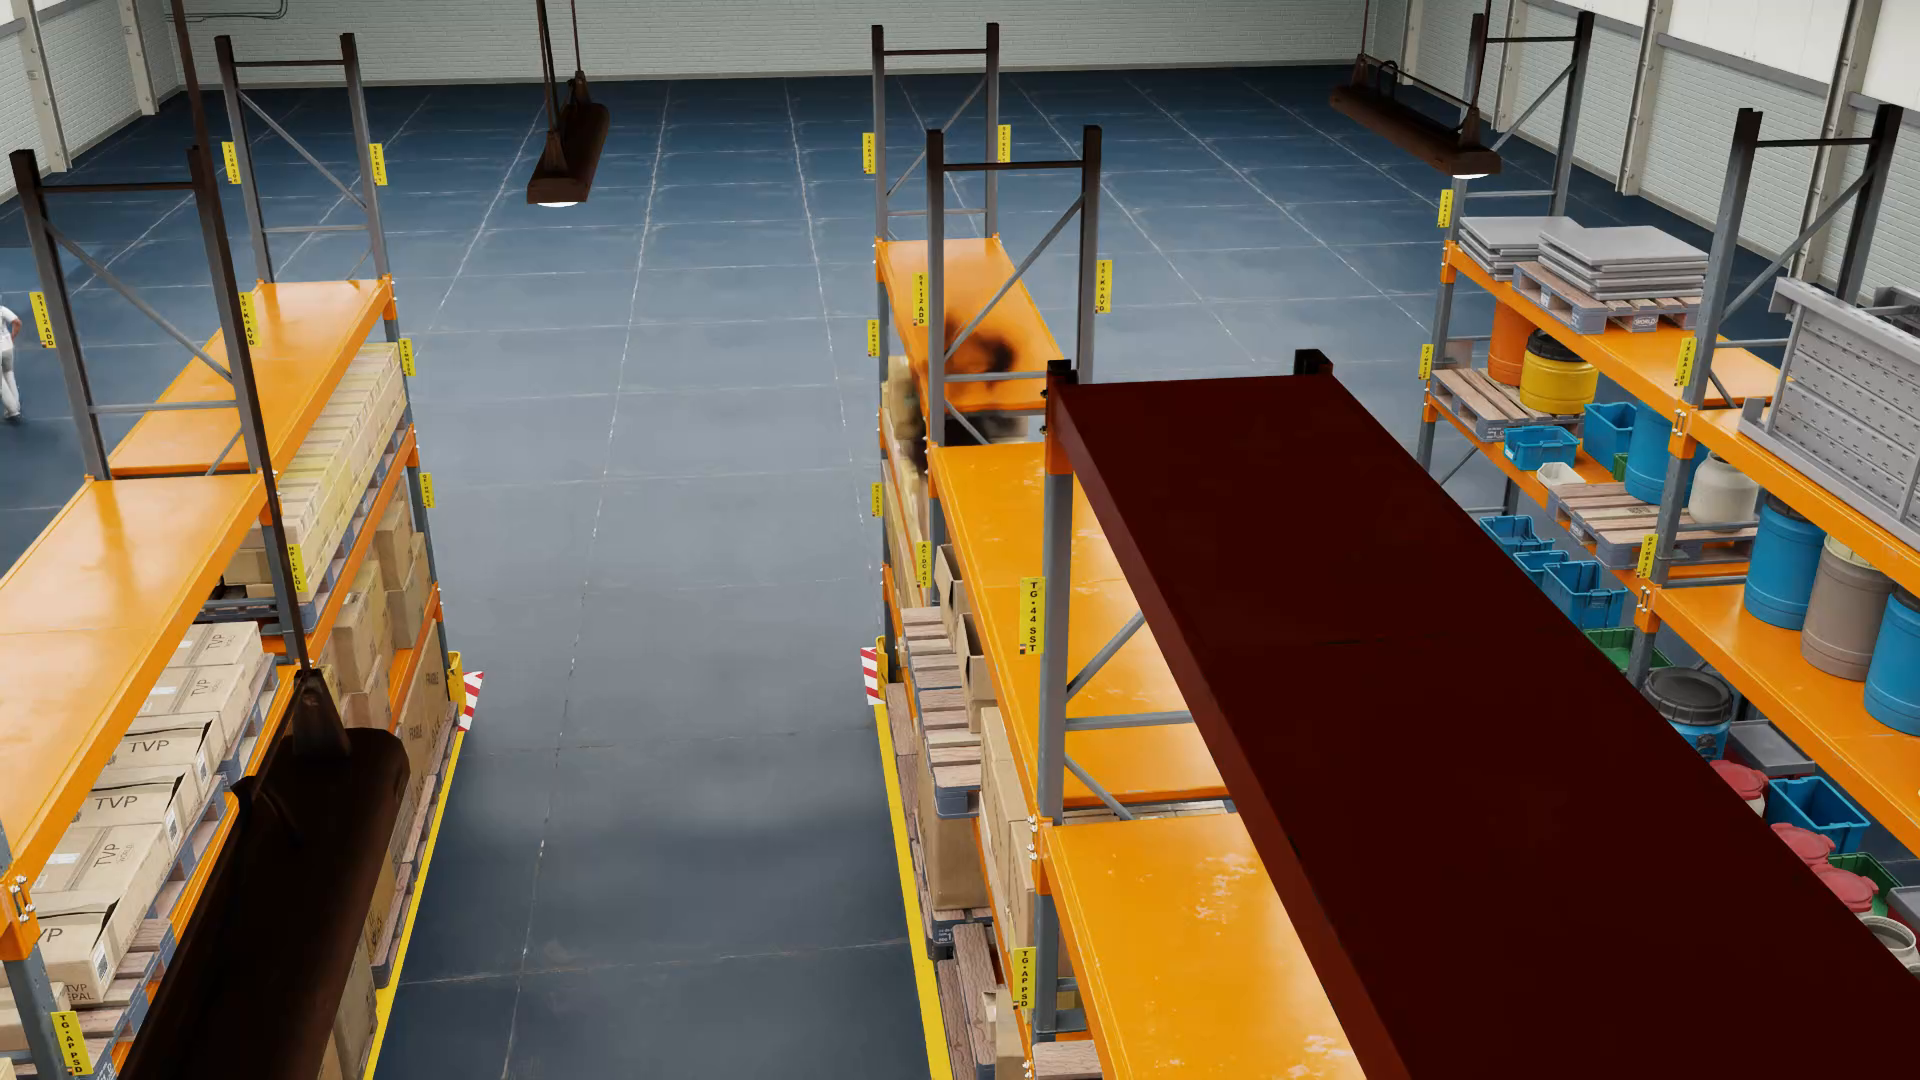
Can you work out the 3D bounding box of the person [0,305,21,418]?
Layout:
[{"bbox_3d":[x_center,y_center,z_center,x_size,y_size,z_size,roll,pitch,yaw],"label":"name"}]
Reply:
[{"bbox_3d":[-12.510,-2.420,21.575,0.701,1.850,0.651,21,33,37],"label":"person"}]
